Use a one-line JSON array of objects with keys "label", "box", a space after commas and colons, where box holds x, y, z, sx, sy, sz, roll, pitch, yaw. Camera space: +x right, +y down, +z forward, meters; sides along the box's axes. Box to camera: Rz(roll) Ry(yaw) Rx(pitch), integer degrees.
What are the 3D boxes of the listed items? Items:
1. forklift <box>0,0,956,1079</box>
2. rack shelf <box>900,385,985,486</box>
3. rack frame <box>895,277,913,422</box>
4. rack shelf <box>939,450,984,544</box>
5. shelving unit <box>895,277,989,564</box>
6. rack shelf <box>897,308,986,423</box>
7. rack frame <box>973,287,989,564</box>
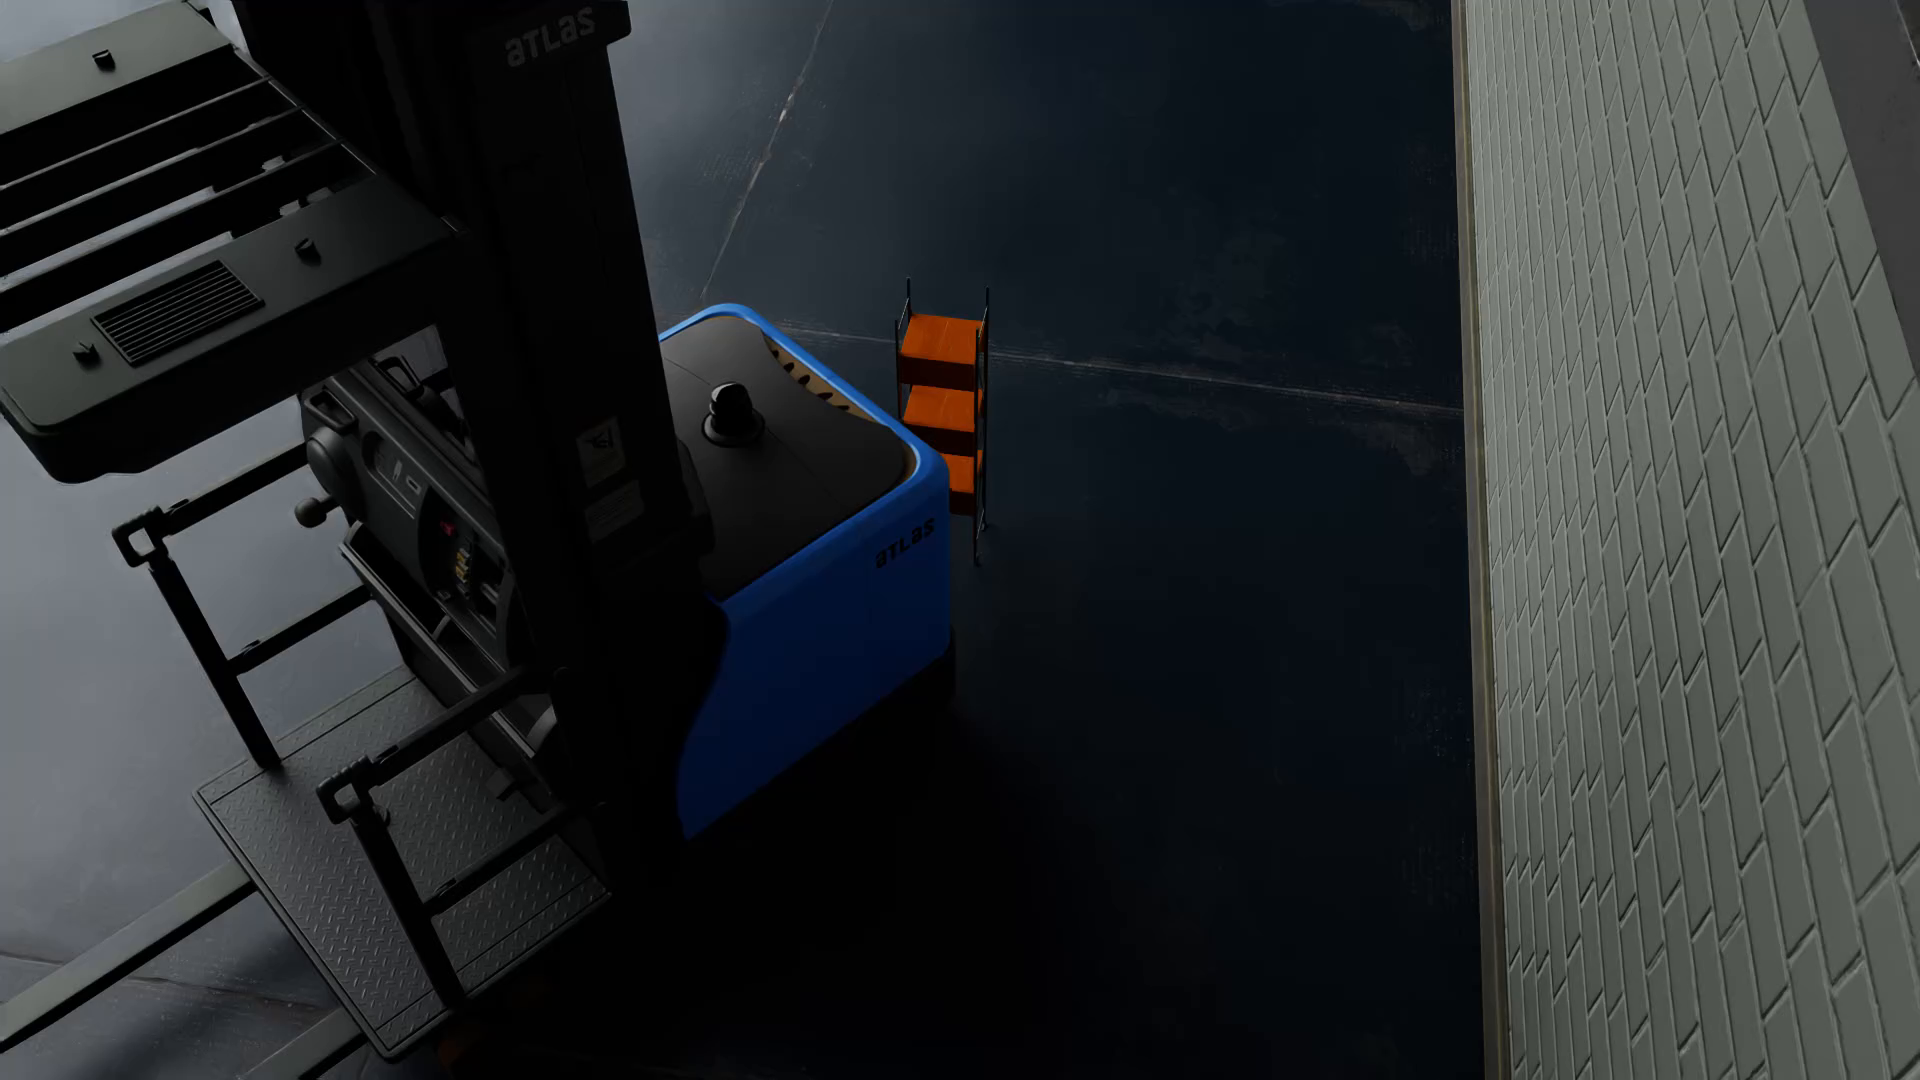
[{"label": "forklift", "box": [-1.436, 0.013, 3.768, 3.031, 2.935, 1.130, -35, 57, -27]}, {"label": "rack shelf", "box": [-0.053, -0.351, 5.374, 0.240, 0.259, 0.215, 8, 49, 7]}, {"label": "rack frame", "box": [-0.173, -0.374, 5.380, 0.008, 1.050, 0.200, 8, 49, 7]}, {"label": "rack shelf", "box": [-0.053, -0.165, 5.580, 0.240, 0.259, 0.215, 8, 49, 7]}, {"label": "shelving unit", "box": [-0.053, -0.358, 5.366, 0.252, 1.050, 0.215, 8, 49, 7]}, {"label": "rack shelf", "box": [-0.053, -0.541, 5.163, 0.240, 0.259, 0.215, 8, 49, 7]}, {"label": "rack frame", "box": [0.067, -0.342, 5.351, 0.008, 1.050, 0.200, 8, 49, 7]}]
